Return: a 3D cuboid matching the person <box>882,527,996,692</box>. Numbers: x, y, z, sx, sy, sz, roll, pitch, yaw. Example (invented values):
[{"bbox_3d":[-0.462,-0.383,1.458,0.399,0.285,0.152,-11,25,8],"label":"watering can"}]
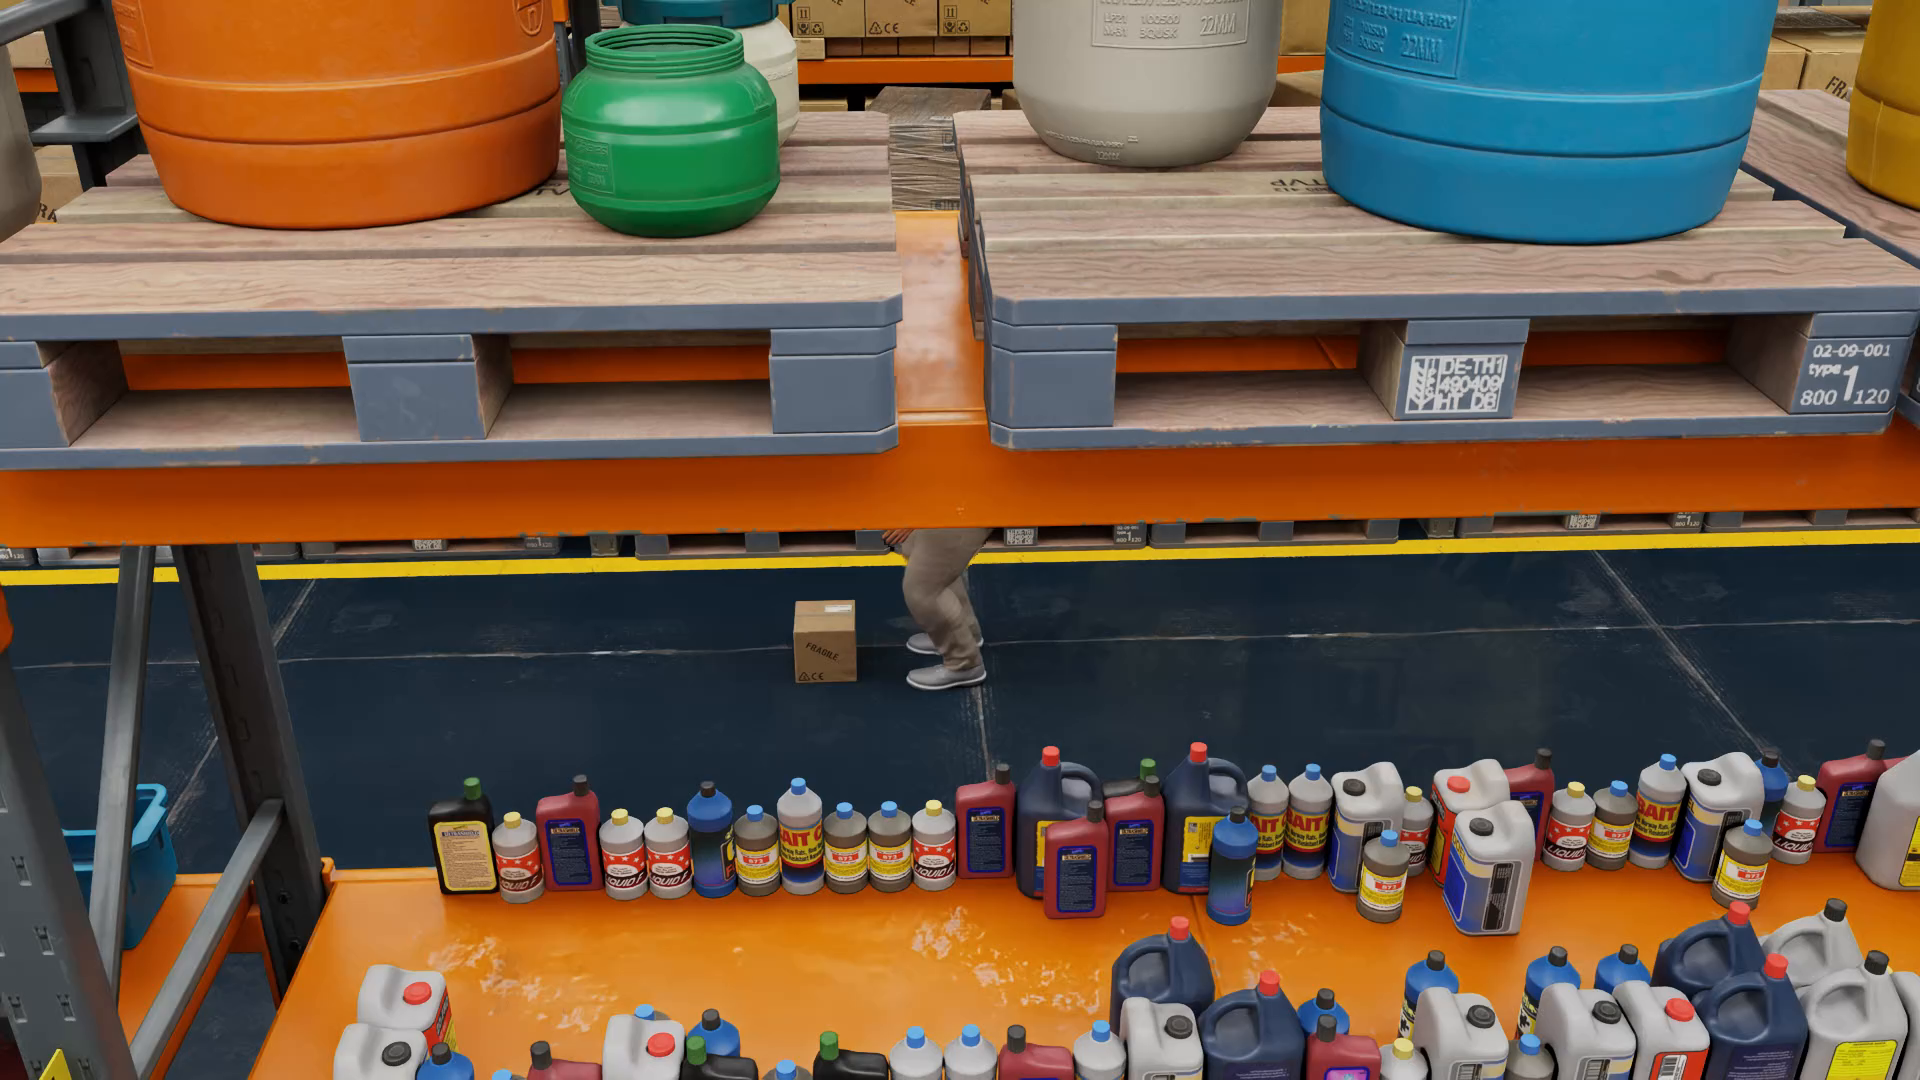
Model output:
[{"bbox_3d":[-0.063,-0.175,6.602,0.503,1.624,0.571,0,27,-1],"label":"person"}]
